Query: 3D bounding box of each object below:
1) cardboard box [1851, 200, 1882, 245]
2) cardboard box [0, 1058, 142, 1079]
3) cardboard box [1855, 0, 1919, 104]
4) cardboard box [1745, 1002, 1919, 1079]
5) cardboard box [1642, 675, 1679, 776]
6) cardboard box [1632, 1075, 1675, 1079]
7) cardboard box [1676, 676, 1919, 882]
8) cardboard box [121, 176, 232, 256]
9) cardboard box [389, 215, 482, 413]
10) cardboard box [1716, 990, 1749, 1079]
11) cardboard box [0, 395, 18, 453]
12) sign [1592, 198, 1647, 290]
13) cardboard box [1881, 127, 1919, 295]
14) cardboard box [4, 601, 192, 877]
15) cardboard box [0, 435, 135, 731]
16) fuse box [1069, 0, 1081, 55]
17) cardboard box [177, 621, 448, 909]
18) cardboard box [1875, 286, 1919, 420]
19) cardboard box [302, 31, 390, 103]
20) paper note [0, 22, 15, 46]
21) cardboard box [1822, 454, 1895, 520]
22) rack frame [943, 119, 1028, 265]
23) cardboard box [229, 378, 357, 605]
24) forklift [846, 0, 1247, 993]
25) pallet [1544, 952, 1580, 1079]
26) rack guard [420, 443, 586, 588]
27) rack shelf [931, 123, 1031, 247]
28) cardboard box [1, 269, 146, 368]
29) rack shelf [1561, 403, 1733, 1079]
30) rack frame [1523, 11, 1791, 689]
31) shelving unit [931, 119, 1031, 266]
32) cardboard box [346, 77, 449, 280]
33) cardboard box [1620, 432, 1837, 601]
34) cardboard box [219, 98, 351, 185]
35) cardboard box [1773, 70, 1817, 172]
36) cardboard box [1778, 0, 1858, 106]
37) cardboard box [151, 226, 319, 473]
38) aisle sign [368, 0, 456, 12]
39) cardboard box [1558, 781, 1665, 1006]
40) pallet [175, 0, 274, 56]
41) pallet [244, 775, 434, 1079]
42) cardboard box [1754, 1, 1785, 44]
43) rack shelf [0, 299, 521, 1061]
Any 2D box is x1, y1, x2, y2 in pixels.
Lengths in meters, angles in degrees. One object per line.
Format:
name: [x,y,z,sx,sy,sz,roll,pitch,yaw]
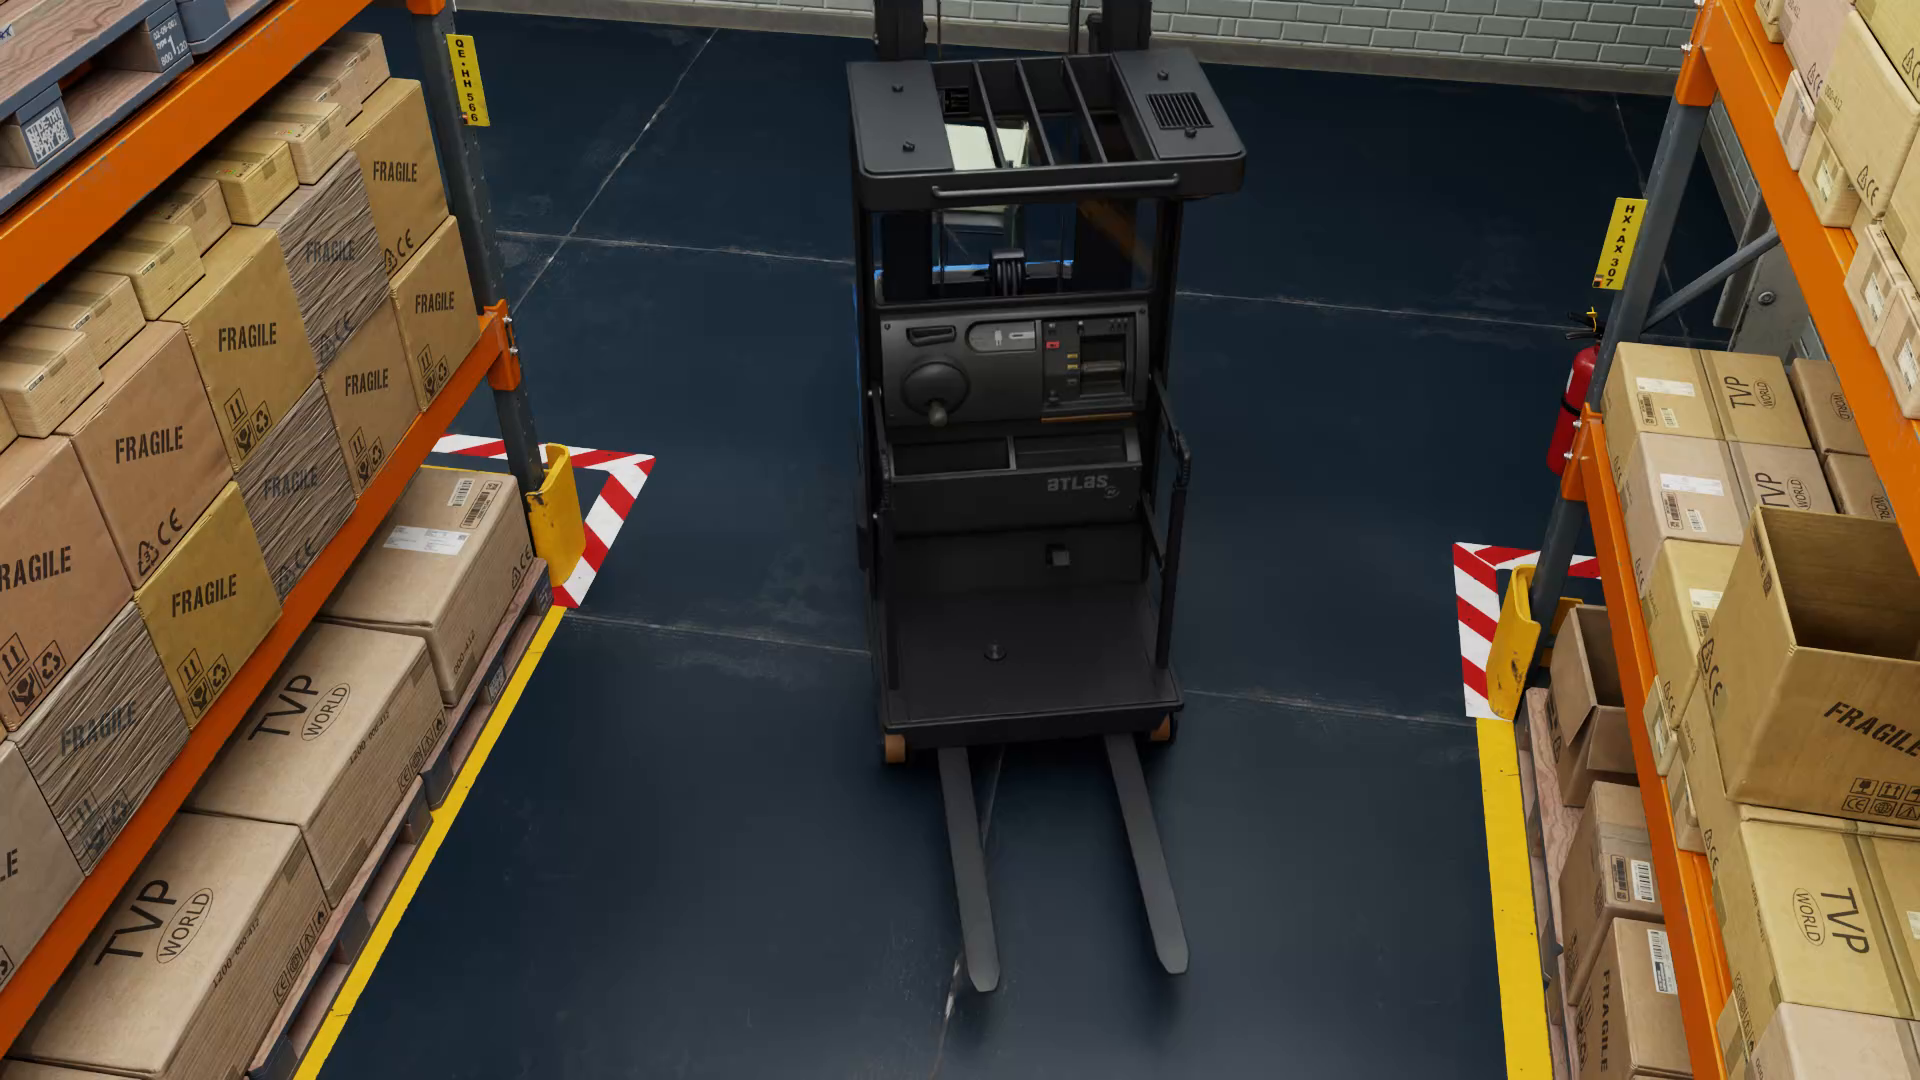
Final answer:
cardboard box: [2.138,-0.647,3.521,0.380,0.149,0.250,6,40,7]
cardboard box: [-2.700,1.848,4.342,0.875,0.438,0.875,6,40,7]
cardboard box: [2.163,-1.081,3.342,0.500,0.250,0.500,6,40,7]
cardboard box: [1.895,1.230,3.292,0.500,0.250,0.500,7,40,8]
cardboard box: [2.068,0.515,4.470,0.380,0.149,0.250,5,40,6]
cardboard box: [2.102,1.798,4.353,0.700,0.500,0.500,5,40,6]
cardboard box: [2.085,0.596,4.060,0.500,0.250,0.500,5,40,7]
cardboard box: [-2.268,-0.889,4.599,0.380,0.149,0.250,6,40,7]
cardboard box: [-2.045,-0.812,5.800,0.500,0.500,0.500,7,40,8]
cardboard box: [1.915,1.162,3.688,0.380,0.149,0.250,6,40,7]
cardboard box: [-2.432,-0.246,3.821,0.380,0.149,0.250,6,40,8]
sign: [2.133,-0.954,5.370,0.100,0.325,0.005,6,40,8]
cardboard box: [2.086,-0.557,3.100,0.500,0.250,0.500,6,40,7]
cardboard box: [-2.392,0.474,4.244,0.500,0.500,0.500,7,40,8]
cardboard box: [-2.400,0.072,3.946,0.500,0.500,0.500,7,40,9]
fuse box: [0.774,-3.827,10.536,0.539,1.711,0.414,6,40,8]
cardboard box: [-2.388,0.721,5.706,0.875,0.438,0.875,7,40,9]
cardboard box: [1.984,-0.337,3.147,0.380,0.149,0.250,7,40,9]
cardboard box: [-2.087,-1.532,5.377,0.380,0.149,0.250,7,40,8]
paper note: [-2.012,-1.042,3.470,0.006,0.032,0.123,6,40,8]
cardboard box: [2.759,0.024,4.751,0.500,0.250,0.500,7,40,8]
rack frame: [0.105,-1.442,7.817,0.400,1.500,0.023,4,40,5]
cardboard box: [-2.226,-0.175,5.029,0.500,0.500,0.500,7,40,9]
forklift: [0.219,-0.528,5.588,1.130,2.935,3.031,-4,40,-5]
pallet: [2.304,1.826,4.876,1.003,0.211,1.213,6,40,8]
rack guard: [-2.218,-0.157,7.048,1.175,0.500,0.348,6,40,8]
rack shelf: [0.062,-1.511,7.288,0.431,0.370,0.720,4,40,5]
cardboard box: [-2.318,-0.563,4.204,0.380,0.149,0.250,8,40,9]
rack shelf: [2.321,0.972,4.285,1.077,0.370,4.000,6,40,8]
rack frame: [2.667,-0.561,5.574,1.000,3.000,0.127,6,40,8]
shelving unit: [0.062,-1.210,7.537,0.431,1.500,0.755,4,40,5]
cardboard box: [-2.071,-1.201,5.485,0.500,0.500,0.500,8,40,9]
cardboard box: [2.237,-0.046,4.836,0.500,0.250,0.500,7,40,8]
cardboard box: [-2.069,-1.199,4.974,0.380,0.149,0.250,6,40,7]
cardboard box: [2.158,-0.974,3.917,0.380,0.149,0.250,7,40,9]
cardboard box: [2.254,-1.204,3.882,0.500,0.250,0.500,7,40,9]
cardboard box: [-2.221,-0.559,4.709,0.500,0.500,0.500,6,40,7]
aisle sign: [-1.904,-2.118,5.418,0.394,0.787,0.004,6,40,8]
cardboard box: [2.282,1.147,5.141,0.700,0.500,0.500,8,40,9]
pallet: [-2.340,-1.761,4.741,1.003,0.211,1.213,6,40,8]
pallet: [-2.497,1.243,5.581,1.003,0.211,1.213,6,40,8]
cardboard box: [2.383,-1.445,4.487,0.380,0.149,0.250,7,40,9]
rack shelf: [-2.568,0.427,4.944,1.077,0.370,4.000,6,40,8]
